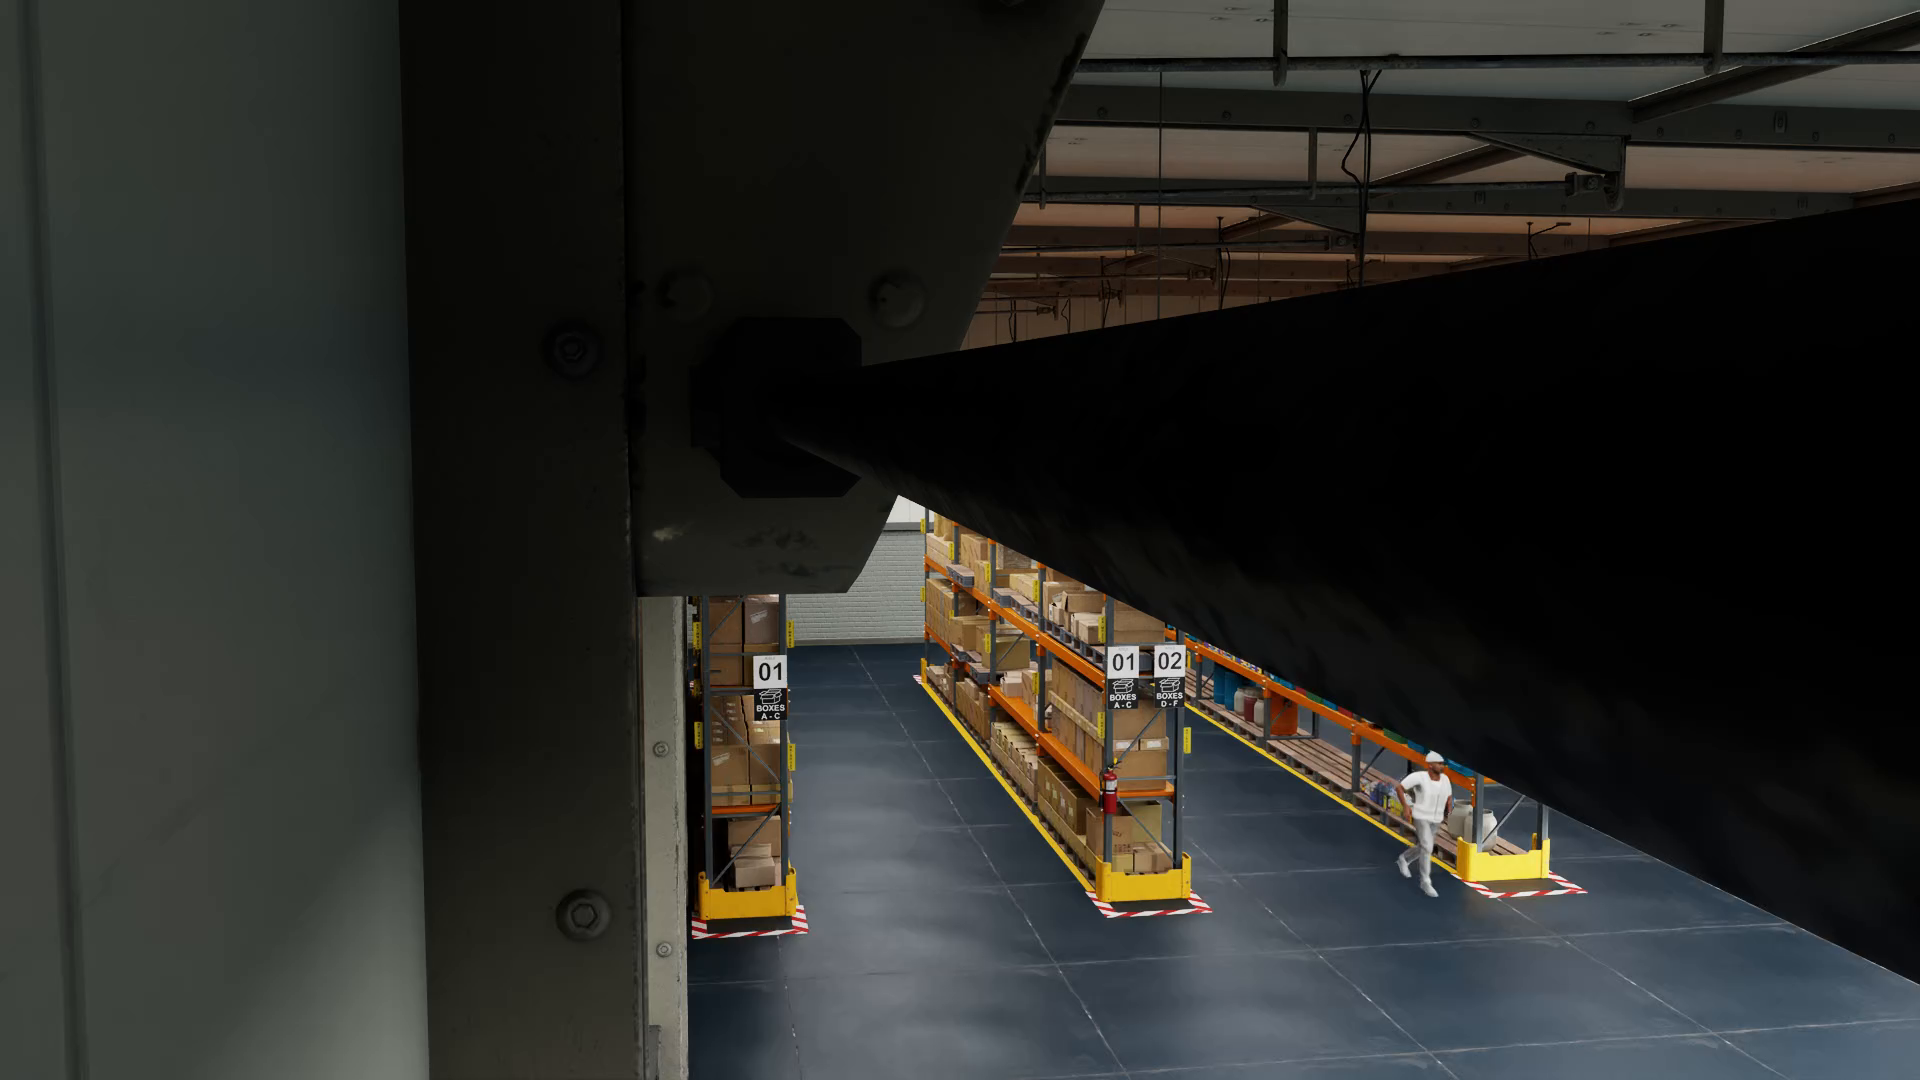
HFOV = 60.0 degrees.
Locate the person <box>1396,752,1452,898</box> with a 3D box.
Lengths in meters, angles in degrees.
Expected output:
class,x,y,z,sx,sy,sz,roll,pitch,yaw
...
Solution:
class,x,y,z,sx,sy,sz,roll,pitch,yaw
person,6.003,3.580,21.340,0.734,1.745,0.948,-2,5,-23
